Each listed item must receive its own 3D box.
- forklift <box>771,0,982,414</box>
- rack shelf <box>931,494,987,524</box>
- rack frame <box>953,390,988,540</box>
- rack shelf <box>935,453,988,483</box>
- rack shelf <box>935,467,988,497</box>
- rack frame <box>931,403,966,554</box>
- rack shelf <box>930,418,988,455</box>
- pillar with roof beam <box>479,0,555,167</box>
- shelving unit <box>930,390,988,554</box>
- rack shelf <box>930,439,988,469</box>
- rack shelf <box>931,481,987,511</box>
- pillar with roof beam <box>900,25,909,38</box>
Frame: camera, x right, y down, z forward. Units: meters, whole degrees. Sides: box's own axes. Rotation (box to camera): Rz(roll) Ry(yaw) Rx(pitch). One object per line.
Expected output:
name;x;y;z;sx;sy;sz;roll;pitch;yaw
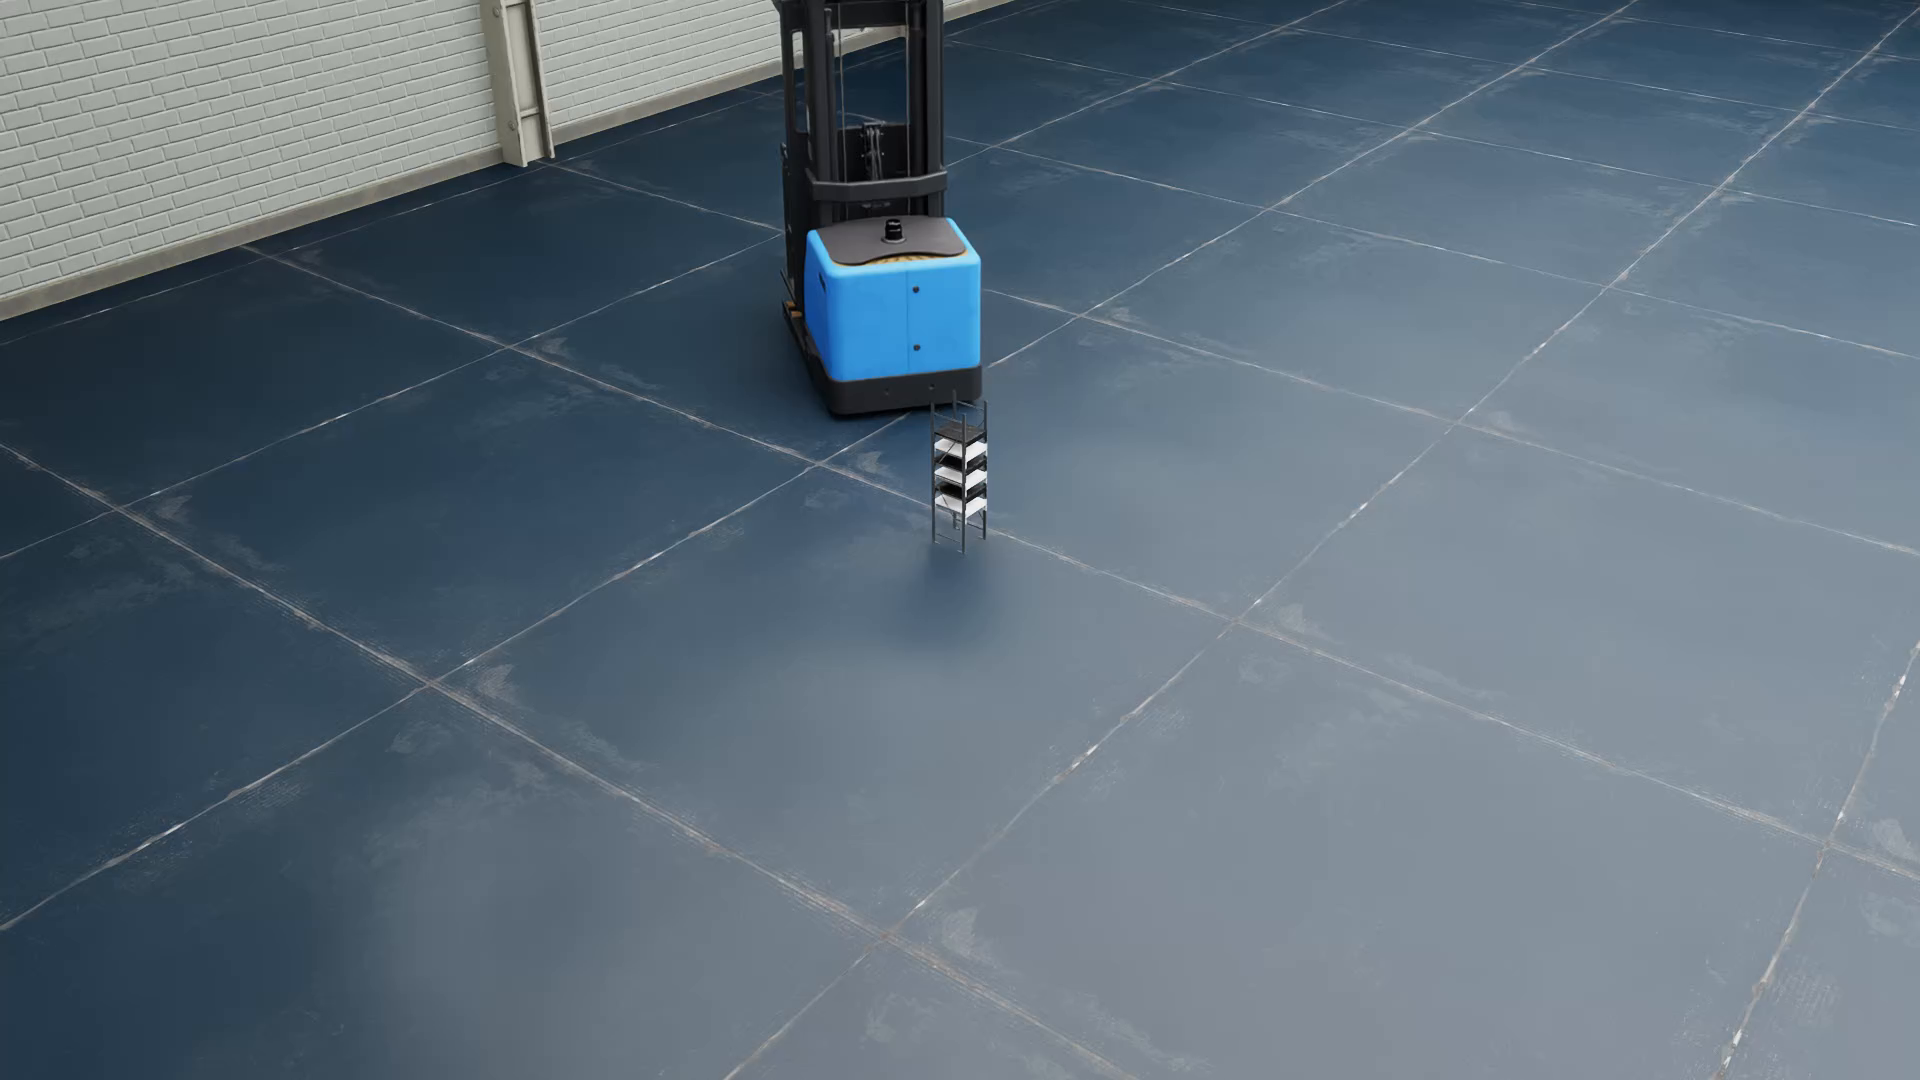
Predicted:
forklift;-0.709;-2.833;11.655;1.130;2.935;3.031;-7;31;-12
rack shelf;-0.005;-0.200;9.624;0.258;0.077;0.200;21;37;31
rack frame;0.056;-0.425;9.585;0.240;0.900;0.006;21;37;31
rack shelf;-0.005;-0.433;9.486;0.258;0.077;0.200;21;37;31
rack shelf;-0.005;-0.355;9.532;0.258;0.077;0.200;21;37;31
rack frame;-0.066;-0.342;9.445;0.240;0.900;0.006;21;37;31
rack shelf;-0.005;-0.587;9.394;0.258;0.077;0.200;21;37;31
pillar with roof beam;-0.692;-6.190;11.369;9.100;9.000;0.400;21;37;31
shelving unit;-0.005;-0.384;9.515;0.258;0.900;0.210;21;37;31
rack shelf;-0.005;-0.510;9.440;0.258;0.077;0.200;21;37;31
rack shelf;-0.005;-0.278;9.578;0.258;0.077;0.200;21;37;31
pillar with roof beam;2.930;-8.629;15.484;9.100;9.000;0.400;21;37;31
